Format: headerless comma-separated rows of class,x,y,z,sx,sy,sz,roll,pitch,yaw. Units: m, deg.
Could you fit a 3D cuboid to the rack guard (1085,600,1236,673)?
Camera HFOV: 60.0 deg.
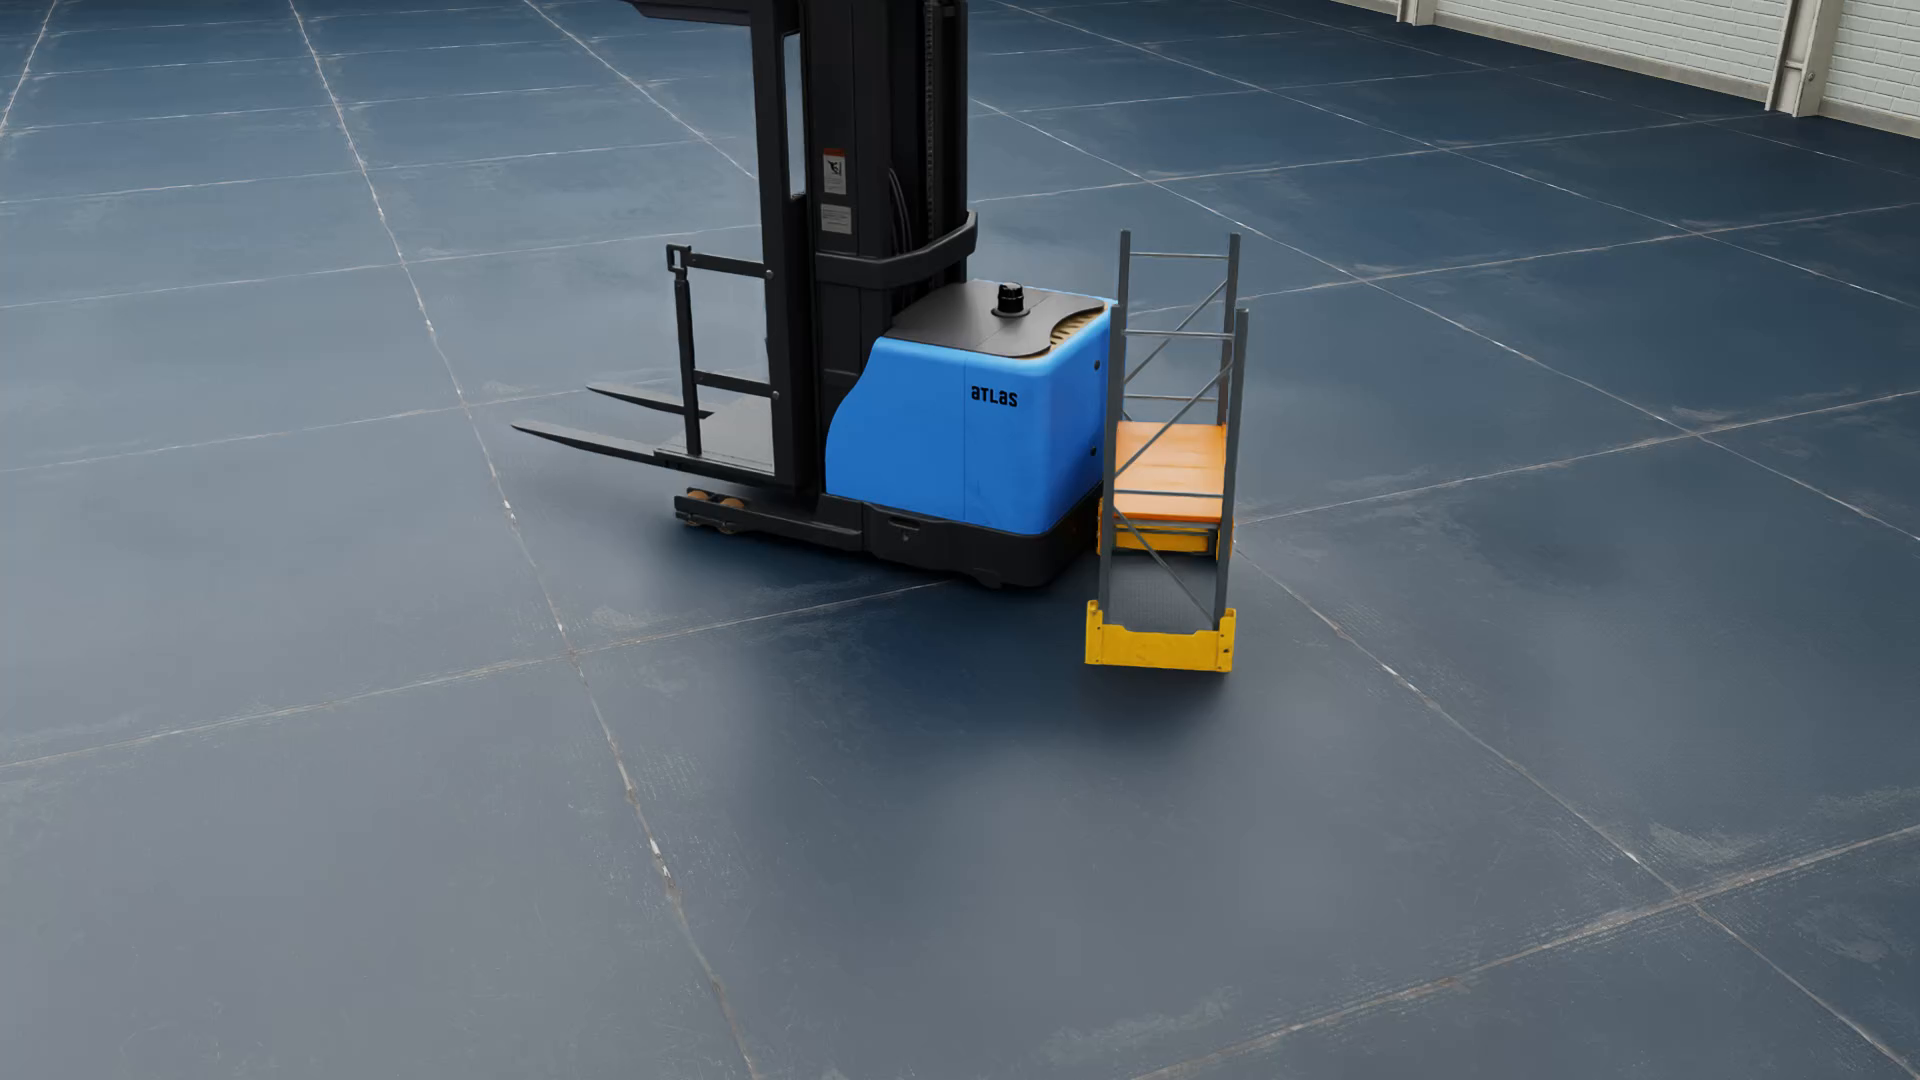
rack guard,0.802,0.387,6.673,0.587,0.250,0.087,3,26,6

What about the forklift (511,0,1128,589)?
forklift,-0.779,-1.537,7.557,3.031,2.935,1.130,12,29,24

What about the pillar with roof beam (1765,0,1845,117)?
pillar with roof beam,4.238,-7.524,12.903,9.100,9.000,0.400,-11,28,-21

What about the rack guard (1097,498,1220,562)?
rack guard,0.923,-0.047,7.561,0.587,0.250,0.087,3,26,6

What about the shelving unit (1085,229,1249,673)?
shelving unit,0.863,-0.392,6.843,0.587,1.500,1.083,3,26,6

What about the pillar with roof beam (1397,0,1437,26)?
pillar with roof beam,1.888,-9.946,17.864,9.100,9.000,0.400,-11,28,-21

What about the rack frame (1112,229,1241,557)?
rack frame,0.926,-0.617,7.304,0.500,1.500,0.032,3,26,6

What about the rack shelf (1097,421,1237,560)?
rack shelf,0.864,-0.234,6.930,0.538,0.185,1.000,3,26,6

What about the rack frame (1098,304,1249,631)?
rack frame,0.802,-0.174,6.398,0.500,1.500,0.032,3,26,6
